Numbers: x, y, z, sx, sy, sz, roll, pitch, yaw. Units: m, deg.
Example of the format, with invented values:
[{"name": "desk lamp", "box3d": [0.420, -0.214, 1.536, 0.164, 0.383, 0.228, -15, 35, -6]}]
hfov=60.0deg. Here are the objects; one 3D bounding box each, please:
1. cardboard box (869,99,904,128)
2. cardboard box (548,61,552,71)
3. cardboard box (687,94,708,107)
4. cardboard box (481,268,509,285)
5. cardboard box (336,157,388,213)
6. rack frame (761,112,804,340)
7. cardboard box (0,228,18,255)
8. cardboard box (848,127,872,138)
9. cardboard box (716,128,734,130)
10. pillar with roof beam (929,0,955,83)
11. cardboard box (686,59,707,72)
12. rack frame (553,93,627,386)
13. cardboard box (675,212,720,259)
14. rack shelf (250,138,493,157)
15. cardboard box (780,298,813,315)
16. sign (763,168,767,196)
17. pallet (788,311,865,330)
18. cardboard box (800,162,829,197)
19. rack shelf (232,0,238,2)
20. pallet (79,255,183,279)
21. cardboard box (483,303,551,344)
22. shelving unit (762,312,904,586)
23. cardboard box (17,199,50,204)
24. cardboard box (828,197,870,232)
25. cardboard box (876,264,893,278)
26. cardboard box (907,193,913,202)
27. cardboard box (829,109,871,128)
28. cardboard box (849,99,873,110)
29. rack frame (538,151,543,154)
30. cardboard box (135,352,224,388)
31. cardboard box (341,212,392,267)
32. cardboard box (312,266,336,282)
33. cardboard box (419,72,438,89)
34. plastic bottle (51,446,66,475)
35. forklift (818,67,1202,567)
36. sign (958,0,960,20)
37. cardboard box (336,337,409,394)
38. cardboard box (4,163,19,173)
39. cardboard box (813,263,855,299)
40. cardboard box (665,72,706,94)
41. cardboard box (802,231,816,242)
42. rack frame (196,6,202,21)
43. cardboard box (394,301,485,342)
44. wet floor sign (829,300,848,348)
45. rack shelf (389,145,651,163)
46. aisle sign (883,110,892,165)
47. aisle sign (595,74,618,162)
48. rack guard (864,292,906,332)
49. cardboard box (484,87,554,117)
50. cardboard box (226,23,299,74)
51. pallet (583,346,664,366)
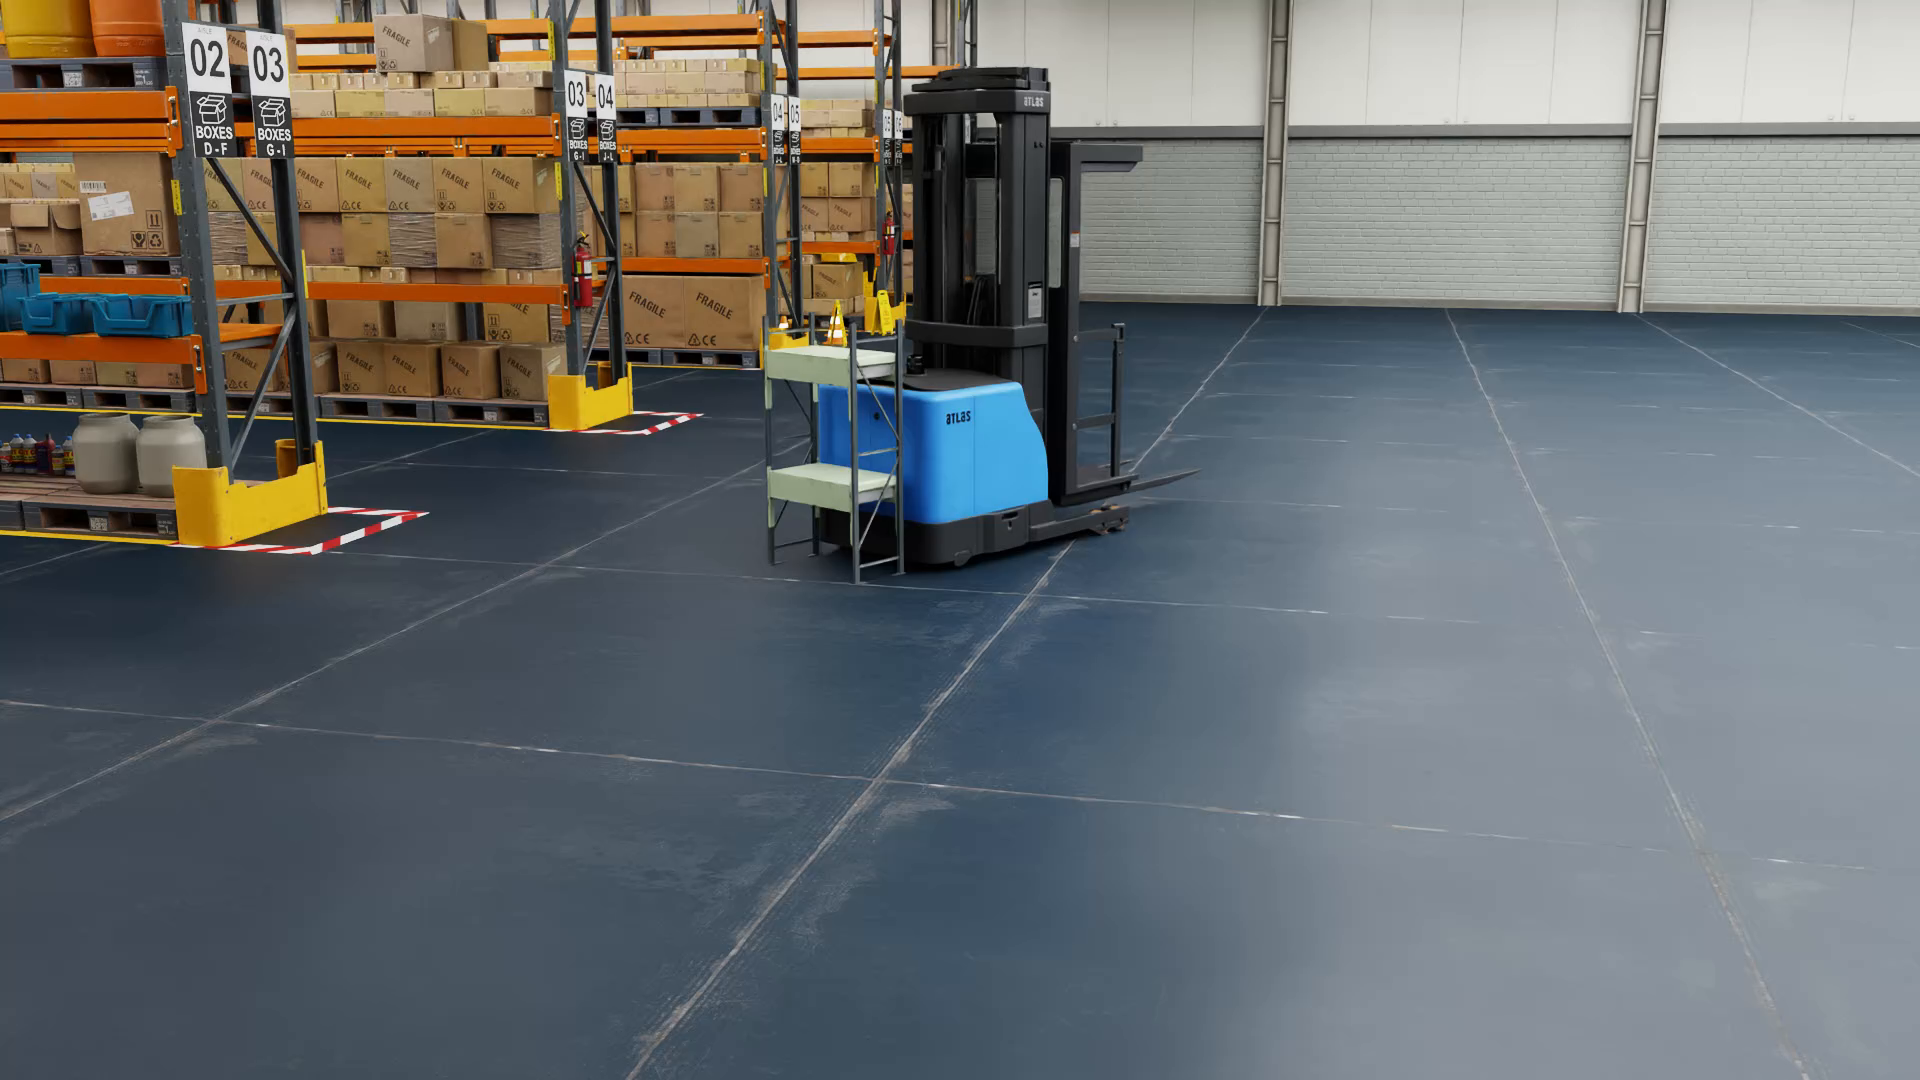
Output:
[{"name": "cardboard box", "box3d": [-1.326, -7.538, 29.426, 0.500, 0.500, 0.700, 3, 13, 14]}, {"name": "cardboard box", "box3d": [-4.762, -5.684, 20.042, 0.250, 0.149, 0.380, 3, 13, 14]}, {"name": "cardboard box", "box3d": [-3.039, -5.203, 19.712, 0.250, 0.149, 0.380, 3, 13, 14]}, {"name": "cardboard box", "box3d": [-4.251, -2.461, 15.480, 0.250, 0.149, 0.380, 3, 13, 14]}, {"name": "cardboard box", "box3d": [-5.476, -3.334, 15.612, 0.500, 0.500, 0.500, 3, 13, 14]}, {"name": "rack frame", "box3d": [-2.141, -3.635, 20.190, 0.127, 3.000, 1.000, 3, 13, 14]}, {"name": "cardboard box", "box3d": [-9.622, -3.008, 16.745, 0.500, 0.250, 0.500, 3, 13, 12]}, {"name": "cardboard box", "box3d": [-1.467, -5.982, 24.426, 0.250, 0.149, 0.380, 3, 13, 14]}, {"name": "cardboard box", "box3d": [-3.462, -6.077, 24.854, 0.250, 0.149, 0.380, 3, 13, 12]}, {"name": "pillar with roof beam", "box3d": [-1.359, -7.974, 25.898, 0.400, 9.000, 9.100, 3, 13, 14]}, {"name": "cardboard box", "box3d": [-3.040, -5.592, 19.627, 0.250, 0.149, 0.380, 3, 13, 14]}, {"name": "rack frame", "box3d": [-3.428, -2.597, 15.513, 0.127, 3.000, 1.000, 3, 13, 14]}, {"name": "cardboard box", "box3d": [-3.051, -3.741, 20.326, 0.550, 0.550, 0.875, 3, 13, 14]}, {"name": "rack shelf", "box3d": [-7.966, -5.059, 21.347, 4.000, 0.370, 1.077, 3, 13, 14]}, {"name": "cardboard box", "box3d": [-2.403, -3.557, 25.221, 0.500, 0.250, 0.500, 3, 13, 14]}, {"name": "sign", "box3d": [-2.285, -4.202, 19.528, 0.005, 0.325, 0.100, 3, 13, 14]}, {"name": "pallet", "box3d": [-1.907, -3.373, 25.449, 1.213, 0.211, 1.003, 3, 13, 14]}, {"name": "cardboard box", "box3d": [-2.091, -5.371, 24.793, 0.500, 0.500, 0.700, 3, 13, 14]}, {"name": "rack shelf", "box3d": [-5.369, -5.277, 15.409, 4.000, 0.370, 1.077, 3, 13, 14]}, {"name": "pallet", "box3d": [-8.018, -2.781, 16.786, 1.213, 0.211, 1.003, 3, 13, 14]}, {"name": "cardboard box", "box3d": [-5.431, -2.963, 21.097, 0.875, 0.875, 0.875, 3, 13, 14]}, {"name": "shelving unit", "box3d": [-0.745, -0.555, 9.773, 0.755, 1.500, 0.431, 11, 17, 41]}, {"name": "cardboard box", "box3d": [-12.264, -4.446, 22.085, 0.250, 0.149, 0.380, 4, 13, 16]}, {"name": "cardboard box", "box3d": [-1.646, -4.845, 24.729, 0.500, 0.500, 0.500, 3, 13, 13]}, {"name": "cardboard box", "box3d": [-1.406, -4.842, 29.855, 0.500, 0.250, 0.500, 3, 13, 12]}, {"name": "cardboard box", "box3d": [-0.764, -6.083, 29.496, 0.250, 0.149, 0.380, 3, 13, 15]}, {"name": "cardboard box", "box3d": [-1.615, -6.187, 24.429, 0.500, 0.250, 0.500, 3, 13, 13]}, {"name": "cardboard box", "box3d": [-1.452, -6.367, 24.321, 0.250, 0.149, 0.380, 3, 13, 14]}, {"name": "rack frame", "box3d": [-7.635, -6.140, 31.483, 0.127, 3.000, 1.000, 3, 13, 14]}, {"name": "cardboard box", "box3d": [-7.902, -1.835, 16.836, 0.500, 0.500, 0.700, 2, 13, 9]}, {"name": "cardboard box", "box3d": [-5.427, -2.889, 15.914, 0.500, 0.500, 0.875, 3, 13, 14]}, {"name": "cardboard box", "box3d": [-5.955, -2.548, 15.871, 0.250, 0.149, 0.380, 3, 13, 14]}, {"name": "cardboard box", "box3d": [-4.748, -4.208, 15.274, 0.250, 0.149, 0.380, 3, 13, 14]}, {"name": "plastic bottle", "box3d": [-6.400, -0.569, 11.817, 0.097, 0.201, 0.097, 0, 13, 0]}, {"name": "forklift", "box3d": [0.479, -1.528, 10.855, 1.130, 2.935, 3.031, 11, 17, 41]}, {"name": "sign", "box3d": [-0.011, -9.035, 28.341, 0.005, 0.325, 0.100, 3, 13, 14]}, {"name": "cardboard box", "box3d": [-5.753, -1.716, 16.345, 0.500, 0.500, 0.500, 2, 13, 9]}, {"name": "cardboard box", "box3d": [-15.812, -6.252, 27.950, 0.250, 0.149, 0.380, 3, 13, 15]}, {"name": "cardboard box", "box3d": [-1.893, -3.896, 25.017, 0.500, 0.500, 0.500, 3, 13, 14]}, {"name": "cardboard box", "box3d": [-3.169, -5.418, 19.761, 0.500, 0.250, 0.500, 3, 13, 14]}, {"name": "cardboard box", "box3d": [-2.241, -4.547, 24.884, 0.250, 0.149, 0.380, 3, 13, 15]}, {"name": "rack frame", "box3d": [-12.704, -8.232, 27.063, 0.127, 3.000, 1.000, 3, 13, 14]}, {"name": "cardboard box", "box3d": [-6.649, -2.962, 21.384, 0.750, 0.750, 1.050, 3, 13, 13]}, {"name": "wet floor sign", "box3d": [-1.639, -2.900, 22.315, 0.232, 0.644, 0.267, 1, 13, 4]}, {"name": "rack shelf", "box3d": [-6.878, -6.105, 26.062, 4.000, 0.370, 1.077, 3, 13, 14]}, {"name": "aisle sign", "box3d": [-1.063, -5.886, 24.335, 0.004, 0.787, 0.394, 3, 13, 14]}, {"name": "aisle sign", "box3d": [-3.296, -3.926, 15.501, 0.004, 0.787, 0.394, 3, 13, 14]}, {"name": "rack guard", "box3d": [-1.127, -3.464, 25.194, 0.348, 0.500, 1.175, 3, 13, 14]}, {"name": "cardboard box", "box3d": [-3.957, -3.960, 15.076, 0.500, 0.250, 0.500, 3, 13, 15]}, {"name": "cardboard box", "box3d": [-6.813, -4.737, 16.163, 0.500, 0.500, 0.500, 3, 13, 12]}, {"name": "pallet", "box3d": [-4.117, -2.362, 20.893, 1.213, 0.211, 1.003, 3, 13, 14]}]
